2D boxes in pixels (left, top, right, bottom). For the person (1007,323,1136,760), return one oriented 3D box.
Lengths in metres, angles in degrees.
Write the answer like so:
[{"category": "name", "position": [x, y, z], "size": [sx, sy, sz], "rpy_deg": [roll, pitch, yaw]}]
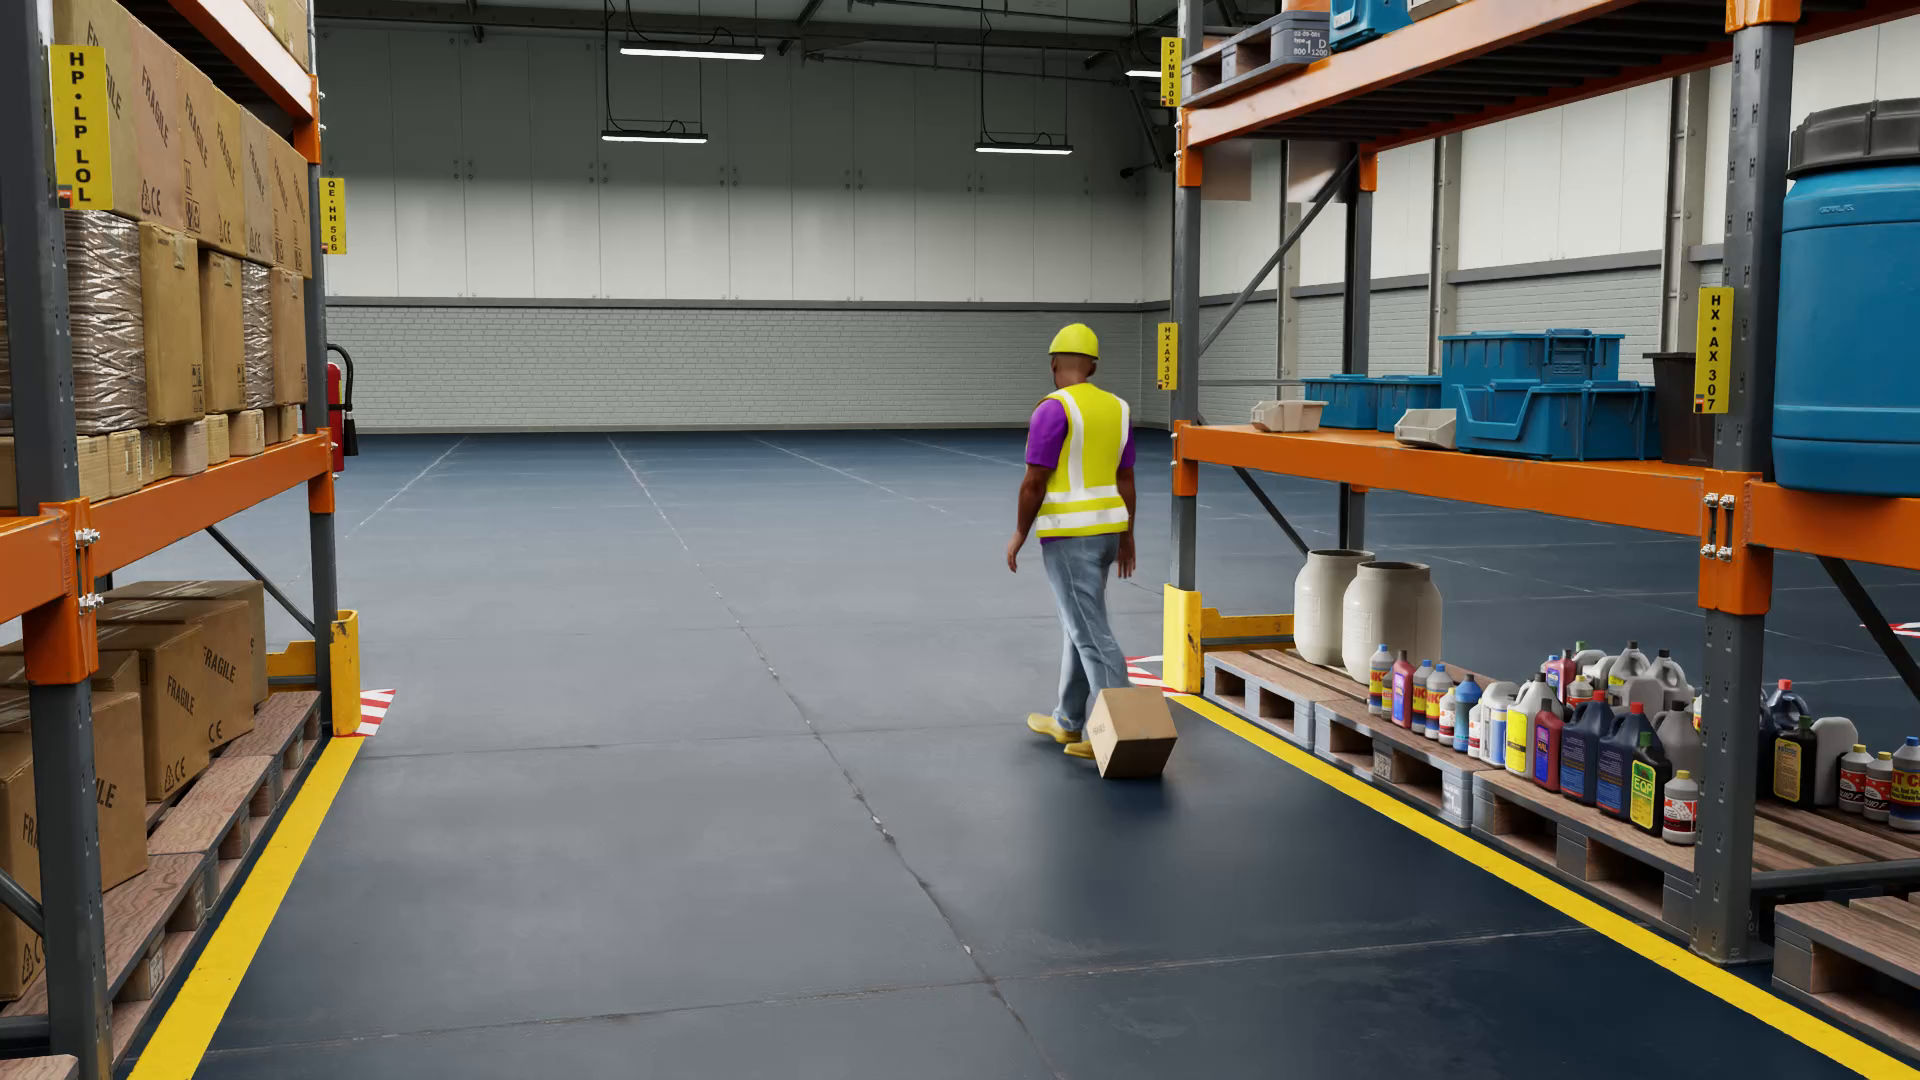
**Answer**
[{"category": "person", "position": [0.490, -0.003, 6.850], "size": [0.668, 1.766, 0.609], "rpy_deg": [5, 8, 37]}]
